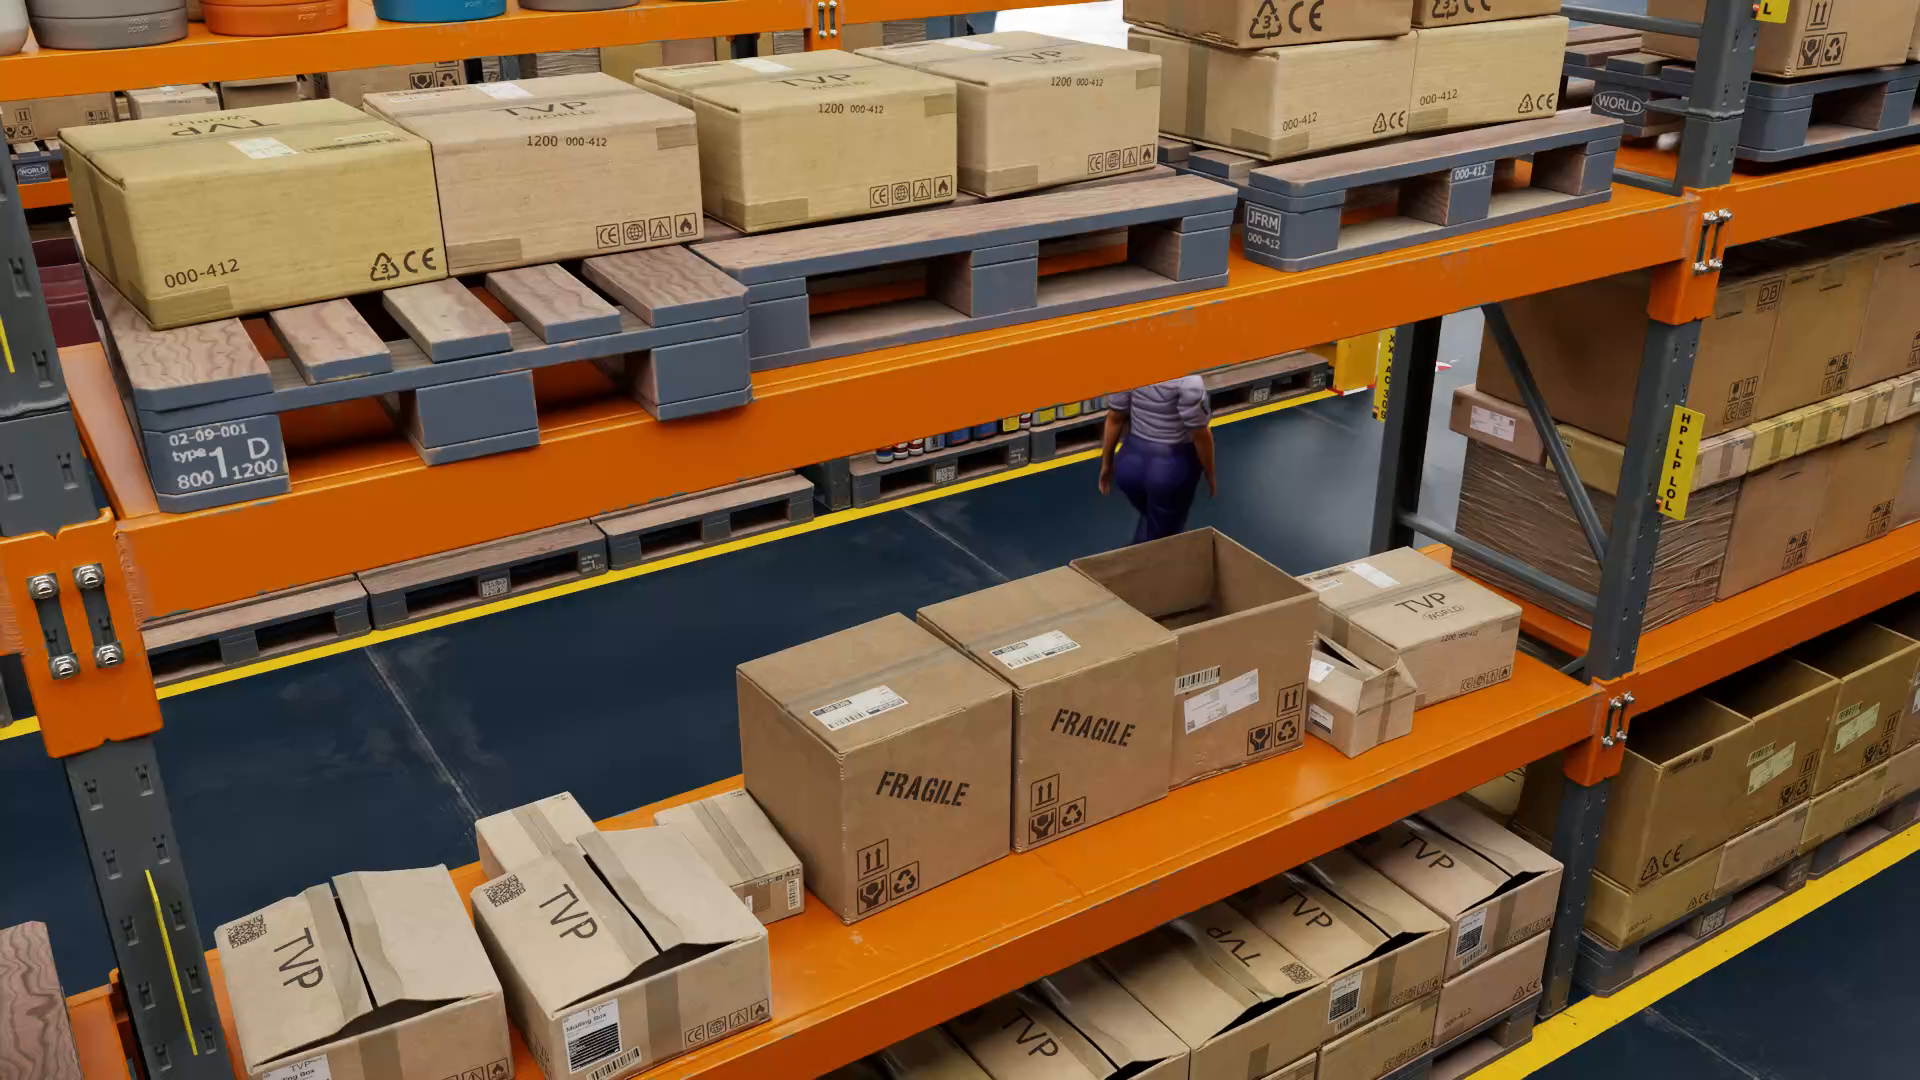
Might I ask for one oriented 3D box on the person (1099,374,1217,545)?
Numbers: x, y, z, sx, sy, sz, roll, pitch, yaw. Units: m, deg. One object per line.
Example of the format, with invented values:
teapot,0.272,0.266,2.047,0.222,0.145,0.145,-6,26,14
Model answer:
person,0.938,-0.290,7.757,0.523,1.702,0.526,20,32,37
